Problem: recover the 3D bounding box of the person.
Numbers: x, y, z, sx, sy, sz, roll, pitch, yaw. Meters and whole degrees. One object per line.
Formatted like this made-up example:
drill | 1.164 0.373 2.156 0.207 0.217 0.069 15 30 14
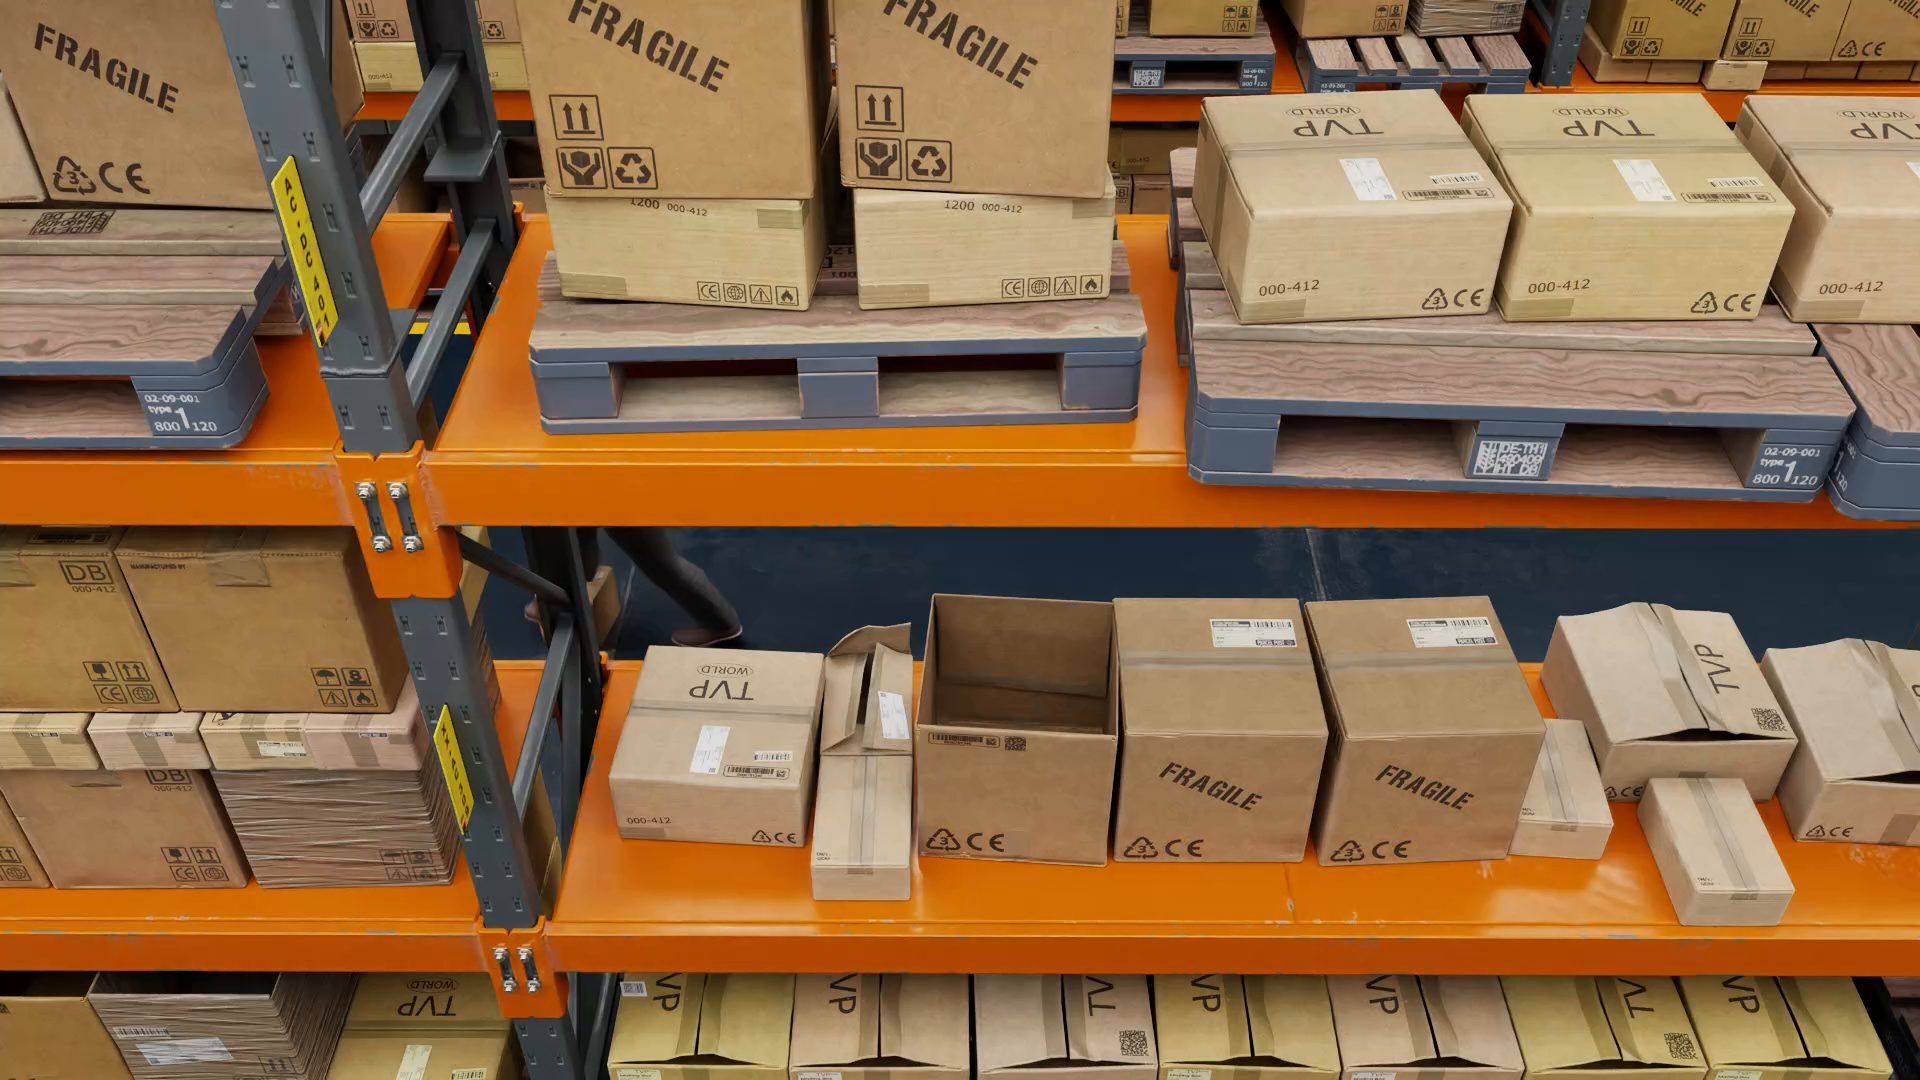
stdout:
person | -1.373 -0.220 6.471 0.927 1.606 0.552 -4 40 -5
